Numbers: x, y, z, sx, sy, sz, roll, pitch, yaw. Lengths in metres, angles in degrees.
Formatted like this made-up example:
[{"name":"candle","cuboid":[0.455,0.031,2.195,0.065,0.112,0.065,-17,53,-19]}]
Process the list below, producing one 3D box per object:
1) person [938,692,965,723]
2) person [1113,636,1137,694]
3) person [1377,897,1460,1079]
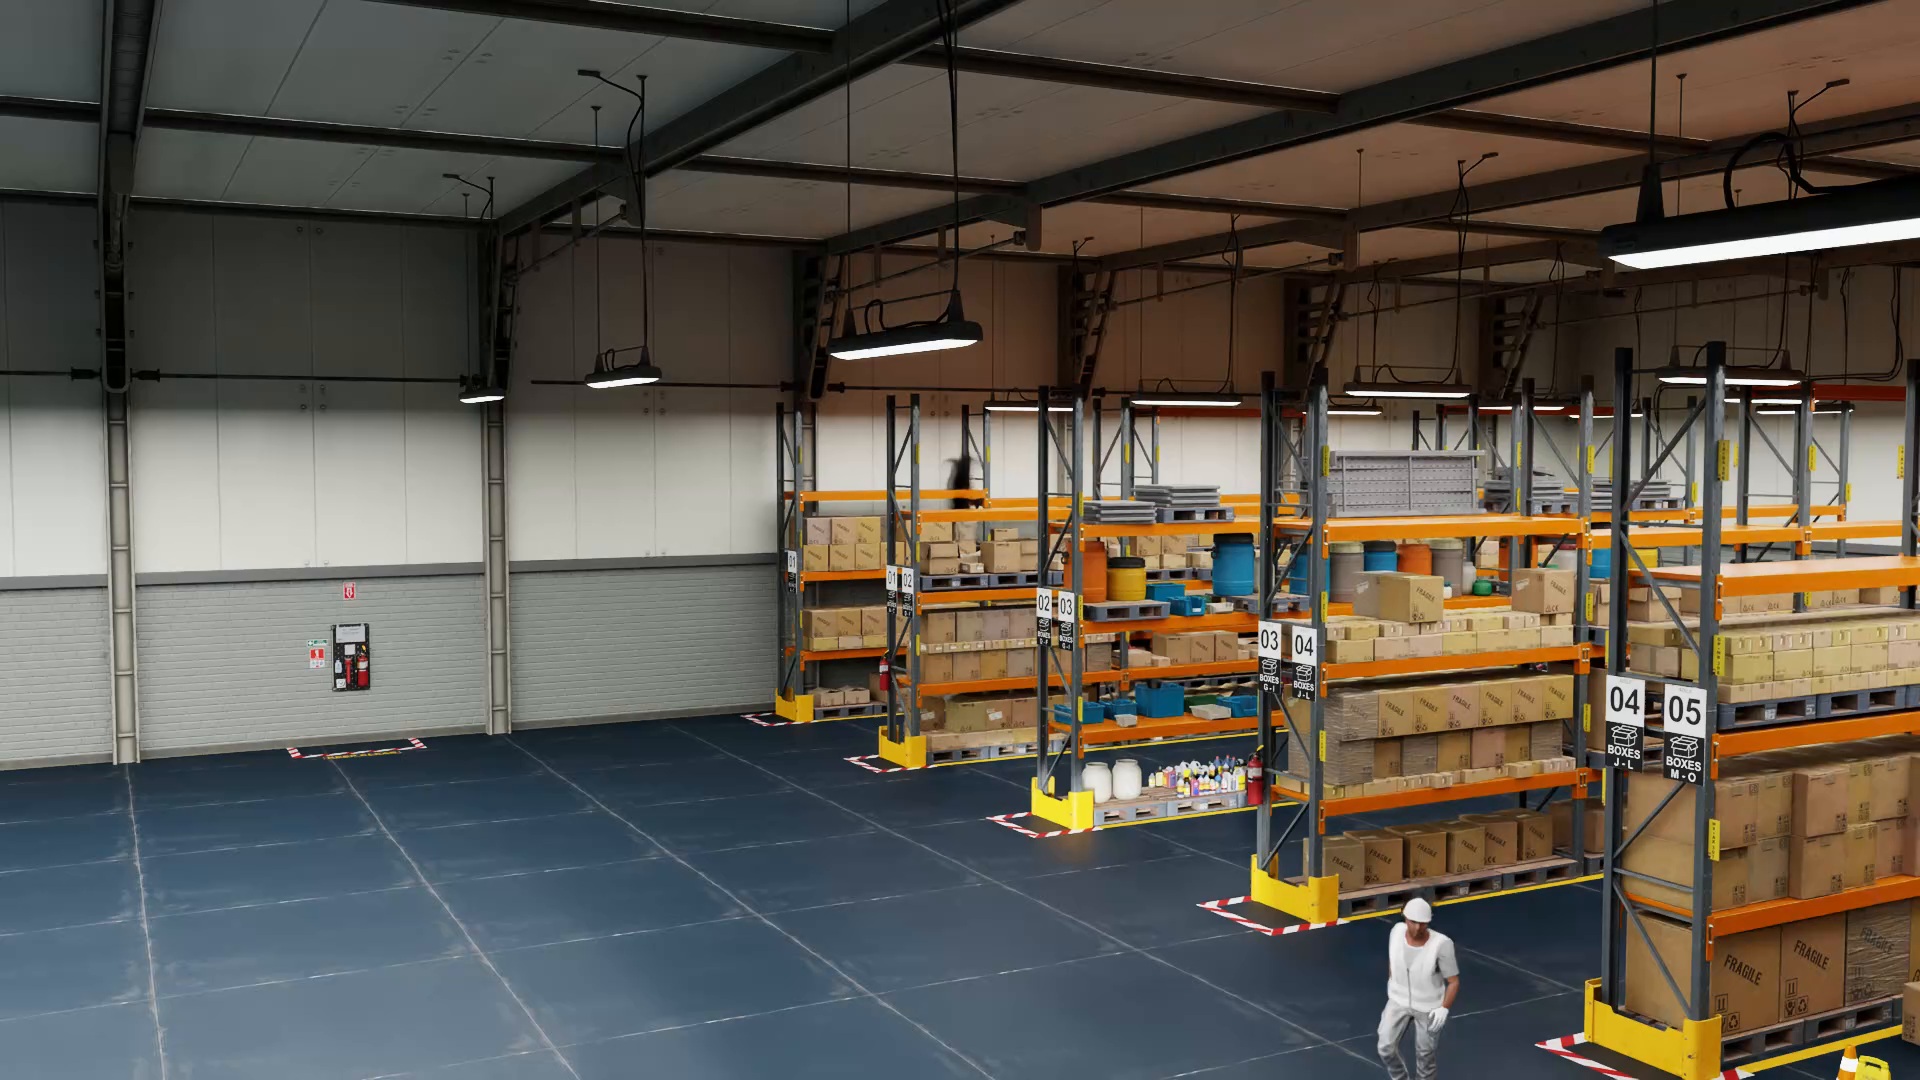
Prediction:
[{"name":"person","cuboid":[-0.143,2.728,29.399,0.615,1.635,0.750,1,3,21]},{"name":"person","cuboid":[3.164,2.581,31.166,0.636,1.684,0.675,-3,4,-40]},{"name":"person","cuboid":[3.524,3.558,12.752,0.649,1.713,0.774,2,4,32]}]
